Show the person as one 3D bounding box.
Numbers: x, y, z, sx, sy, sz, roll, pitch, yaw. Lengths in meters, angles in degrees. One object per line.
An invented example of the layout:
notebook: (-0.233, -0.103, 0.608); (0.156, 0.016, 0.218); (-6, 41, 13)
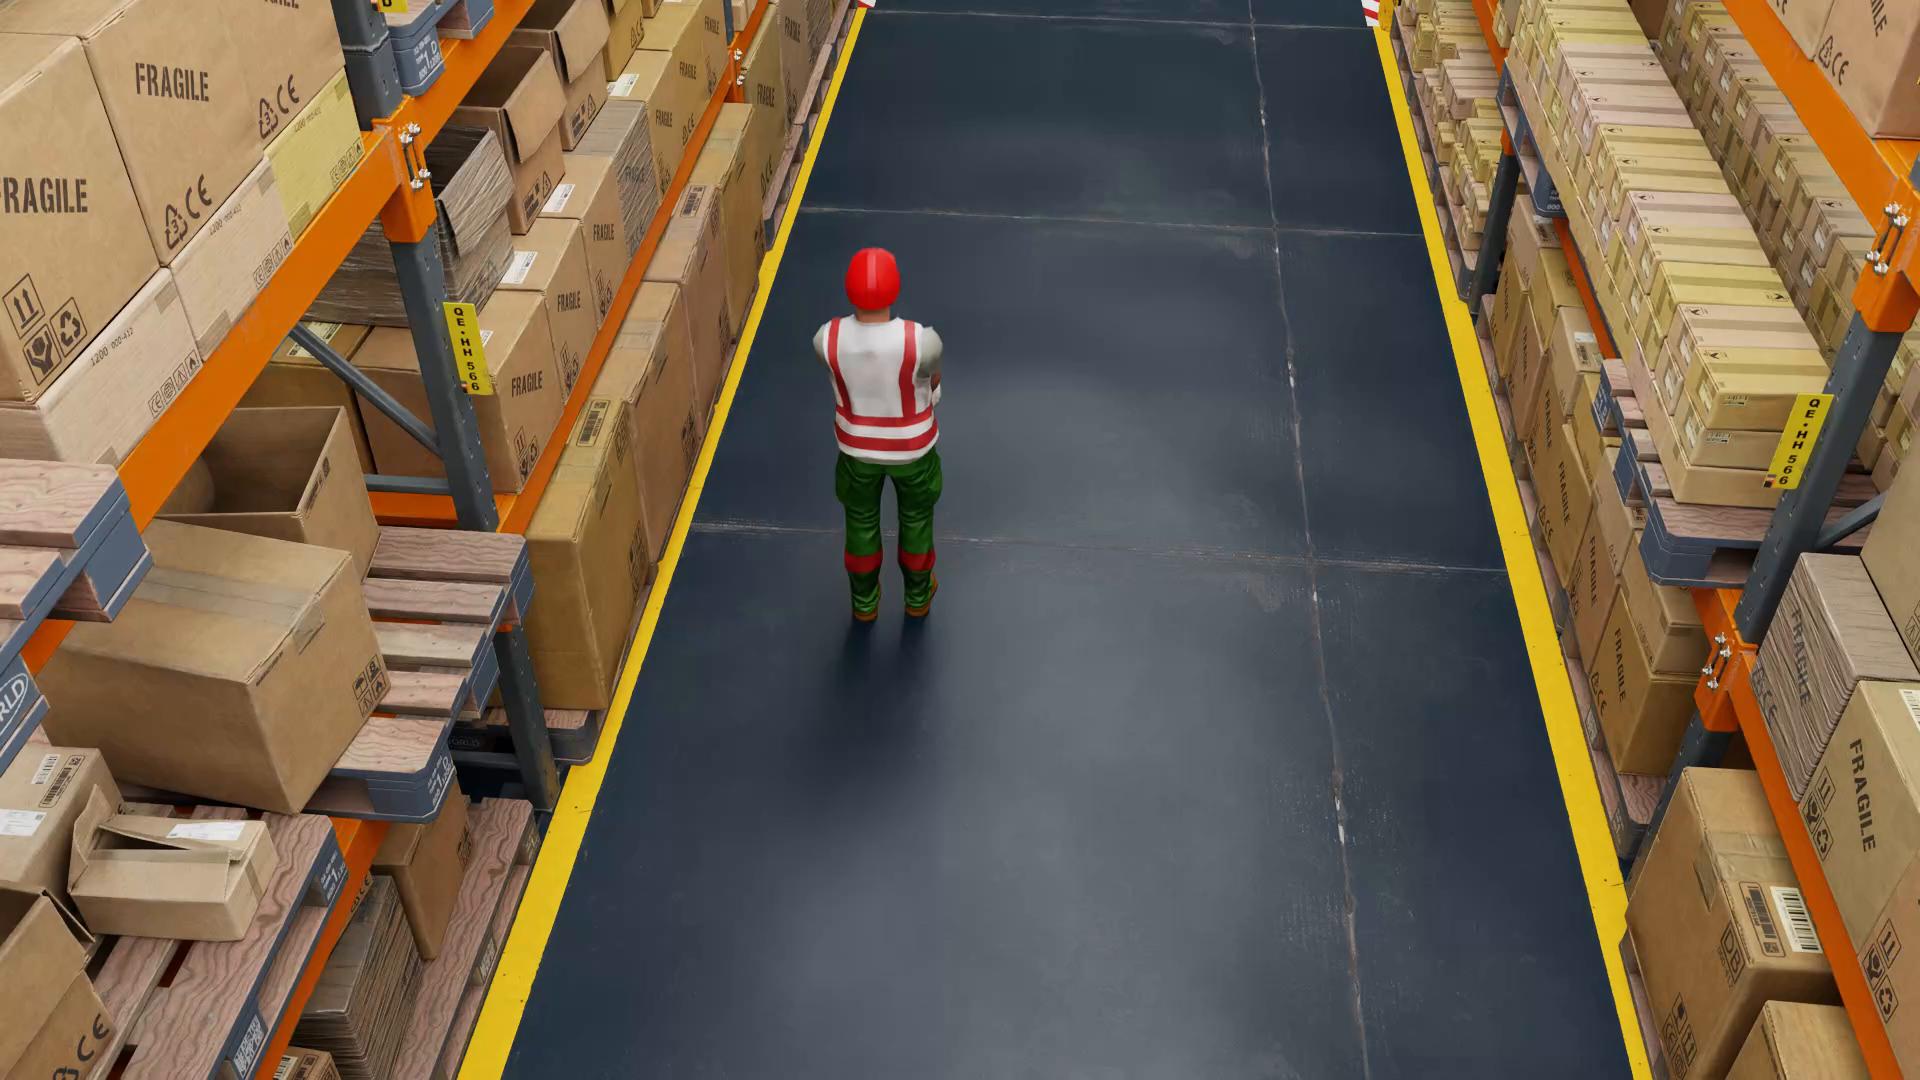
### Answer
person: (-0.294, -0.453, 6.688); (0.494, 1.782, 0.570); (4, 40, 5)
